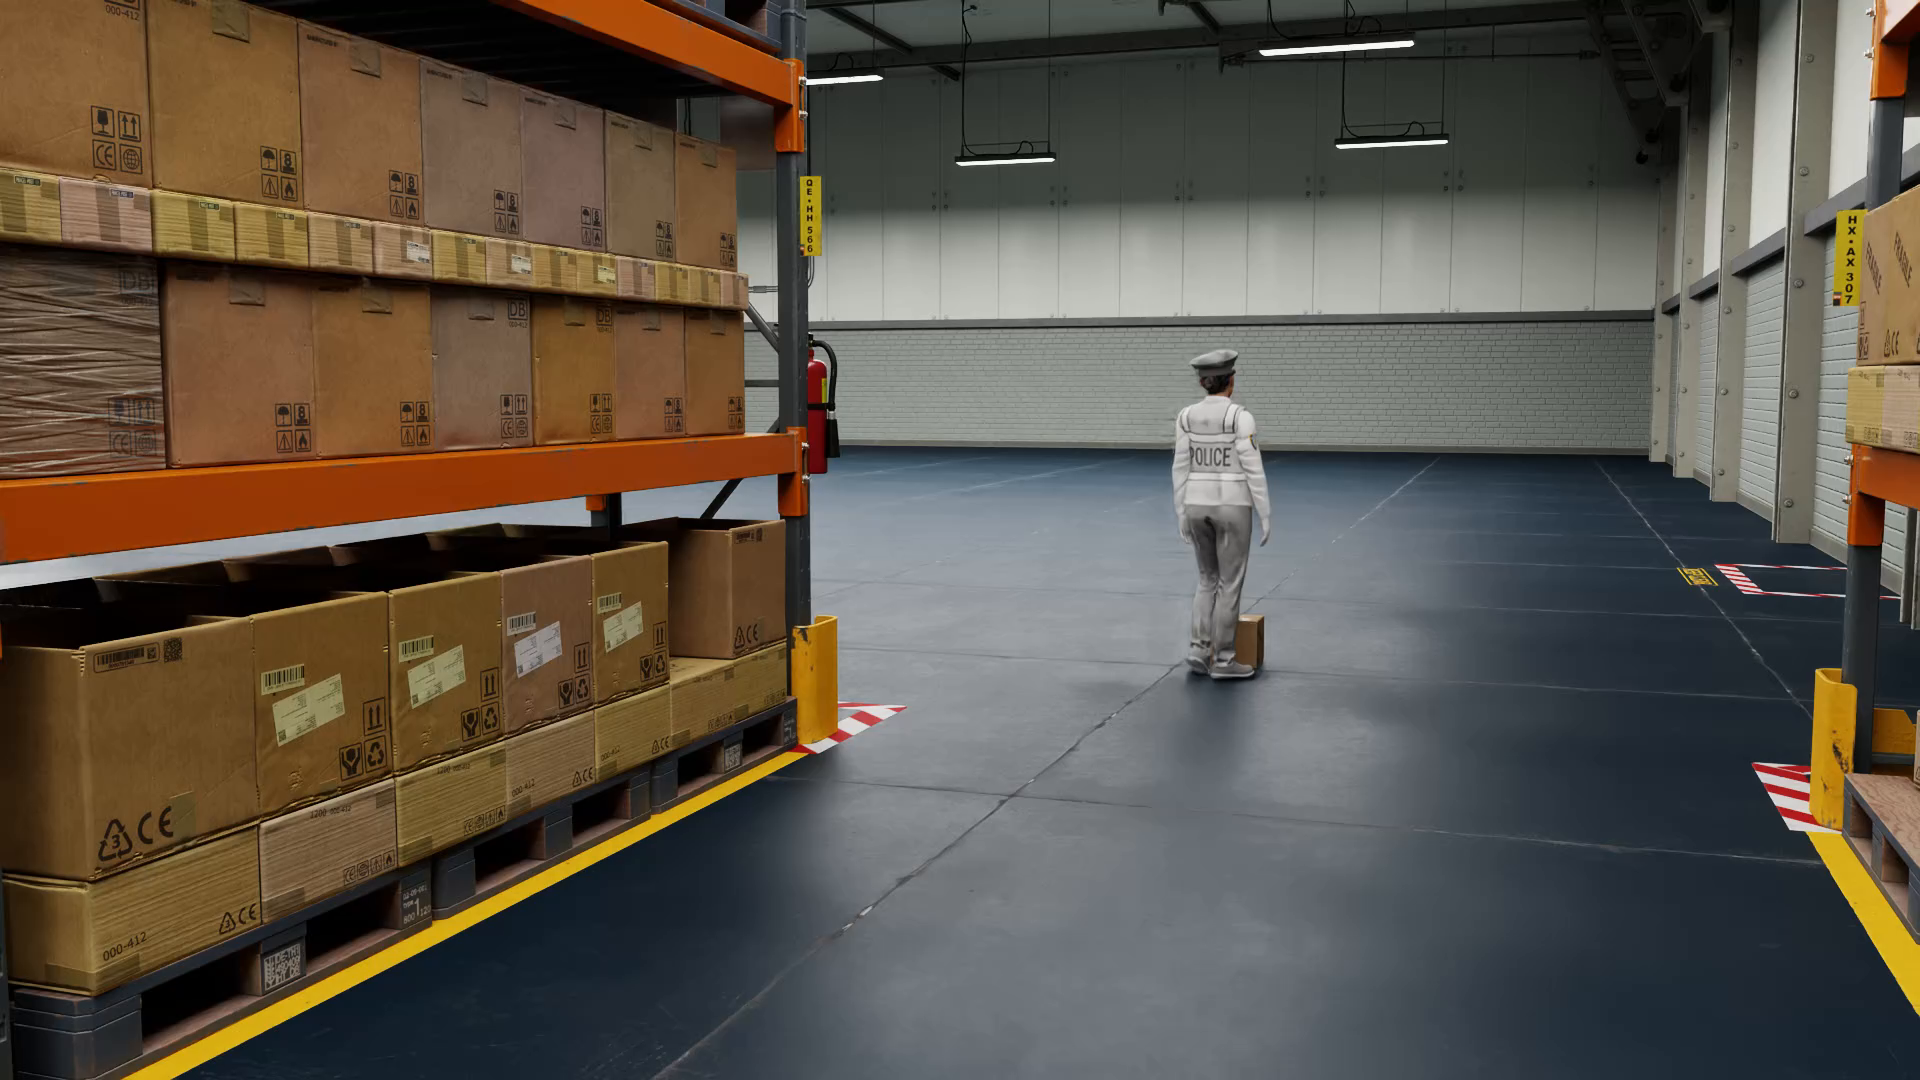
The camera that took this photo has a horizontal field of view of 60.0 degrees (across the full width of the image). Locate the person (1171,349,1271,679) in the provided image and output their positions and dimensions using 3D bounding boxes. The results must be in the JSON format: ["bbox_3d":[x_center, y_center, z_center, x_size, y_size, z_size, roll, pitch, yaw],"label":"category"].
[{"bbox_3d":[1.346,-0.106,8.478,0.517,1.728,0.386,5,7,42],"label":"person"}]
